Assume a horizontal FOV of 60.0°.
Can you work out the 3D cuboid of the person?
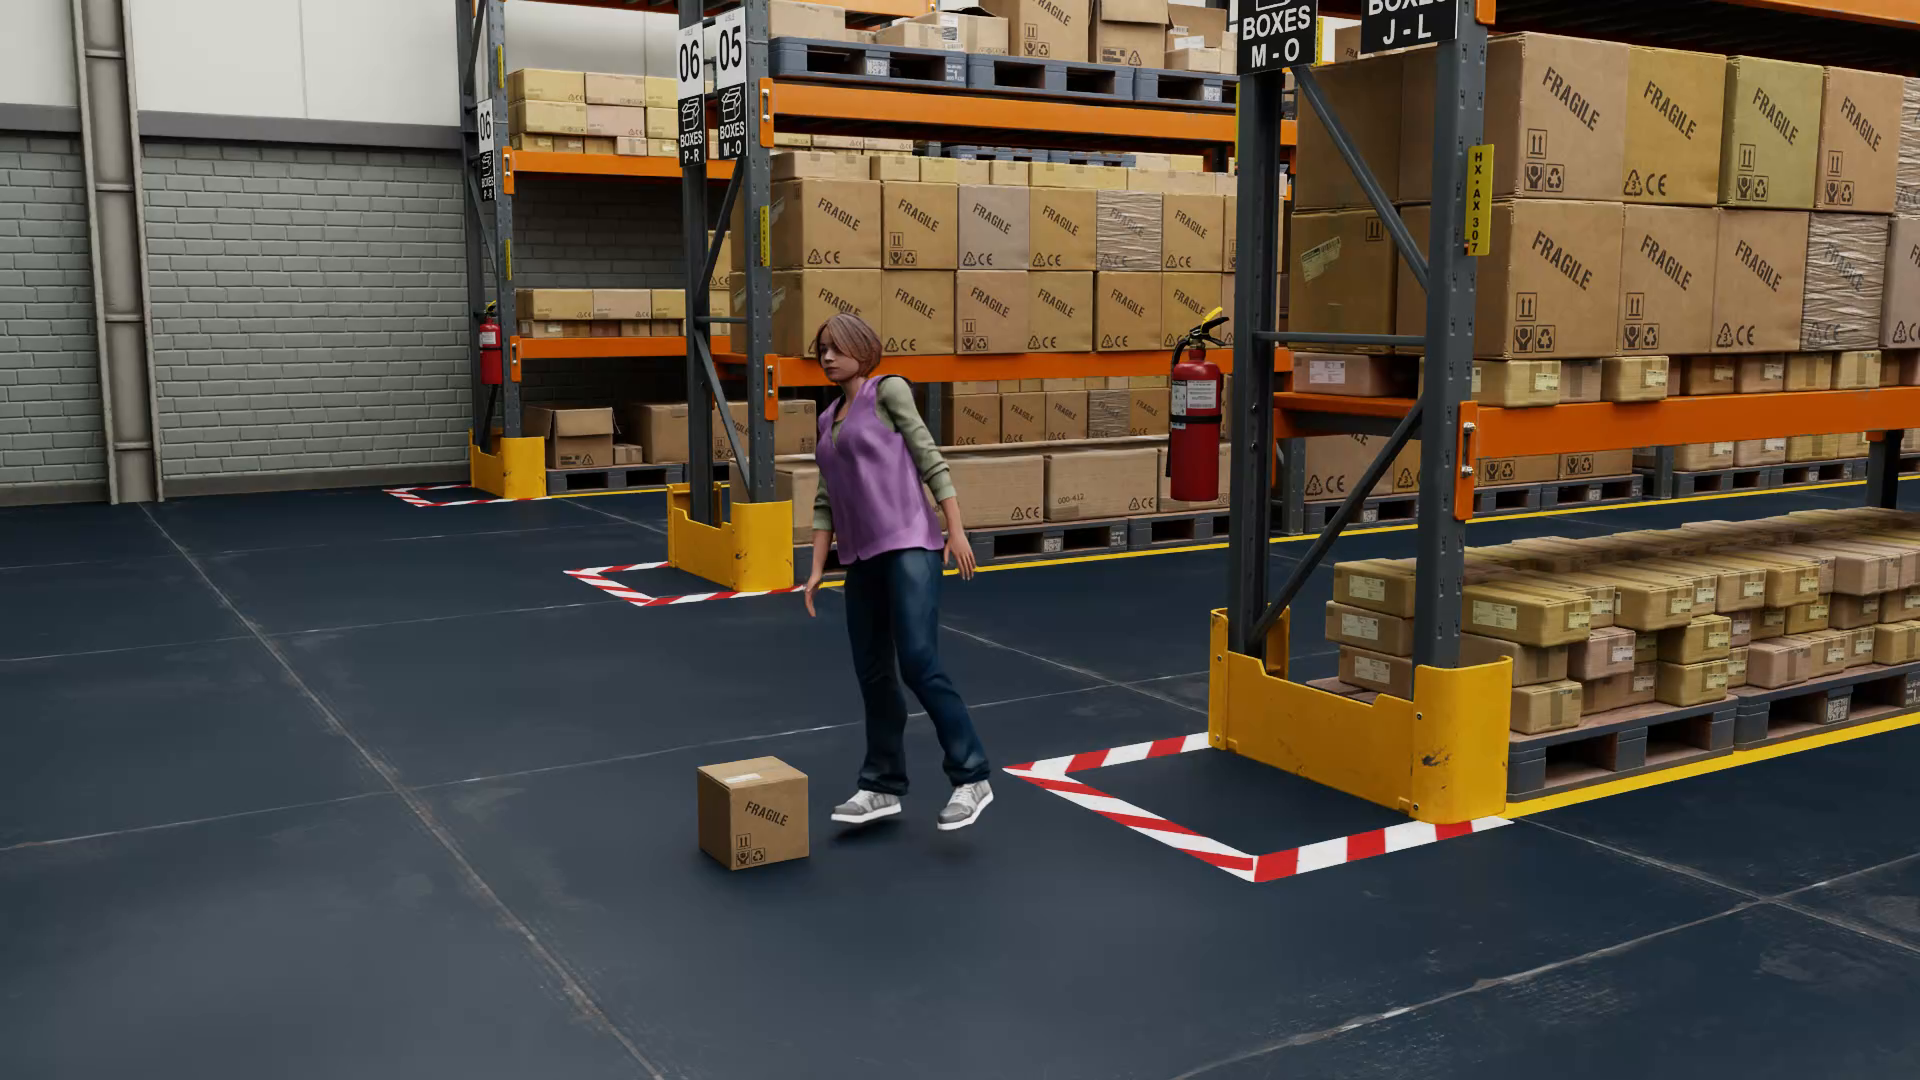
[{"bbox_3d":[-0.222,0.107,5.039,0.422,1.580,0.723,-6,10,-37],"label":"person"}]
